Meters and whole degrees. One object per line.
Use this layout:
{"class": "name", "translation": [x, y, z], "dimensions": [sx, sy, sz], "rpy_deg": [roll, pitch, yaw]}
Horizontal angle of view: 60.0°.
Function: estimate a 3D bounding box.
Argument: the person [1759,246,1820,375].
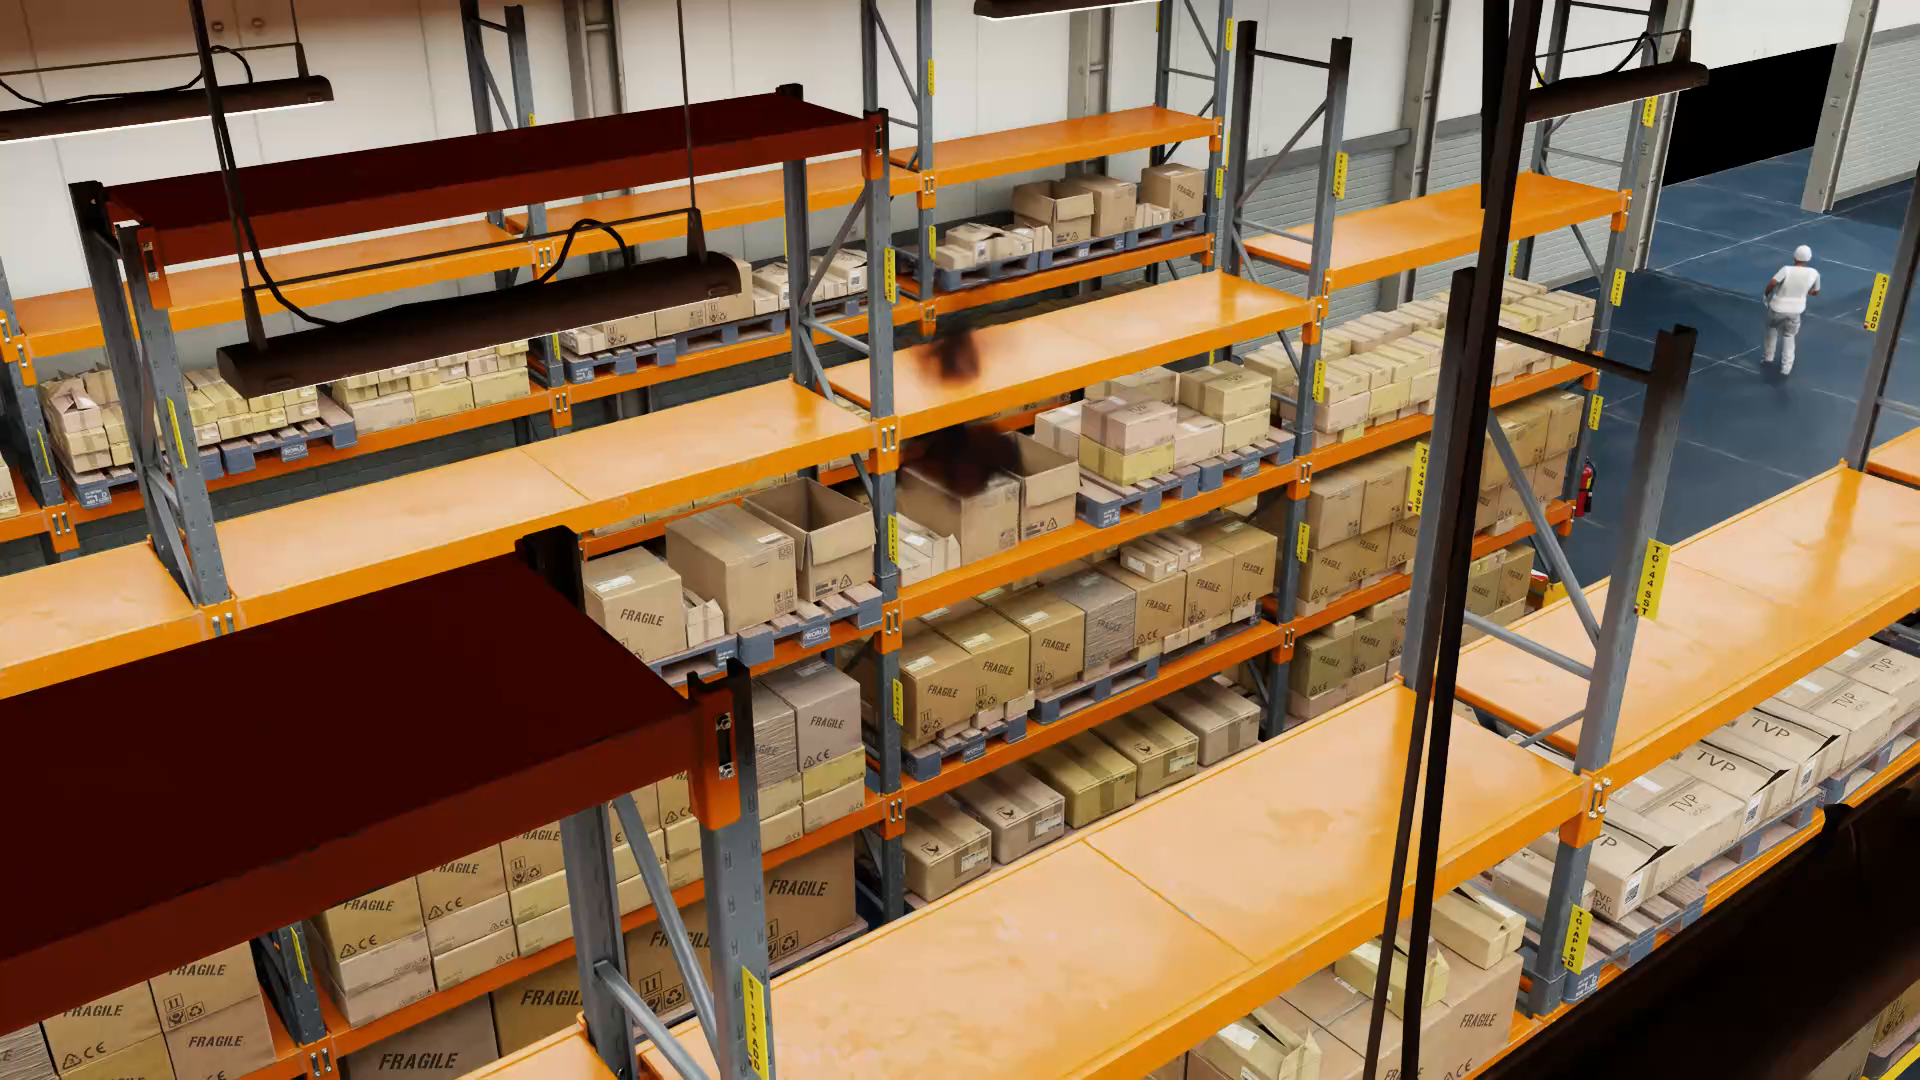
{"class": "person", "translation": [11.153, -3.098, 22.443], "dimensions": [0.690, 1.815, 0.871], "rpy_deg": [8, 27, 17]}
